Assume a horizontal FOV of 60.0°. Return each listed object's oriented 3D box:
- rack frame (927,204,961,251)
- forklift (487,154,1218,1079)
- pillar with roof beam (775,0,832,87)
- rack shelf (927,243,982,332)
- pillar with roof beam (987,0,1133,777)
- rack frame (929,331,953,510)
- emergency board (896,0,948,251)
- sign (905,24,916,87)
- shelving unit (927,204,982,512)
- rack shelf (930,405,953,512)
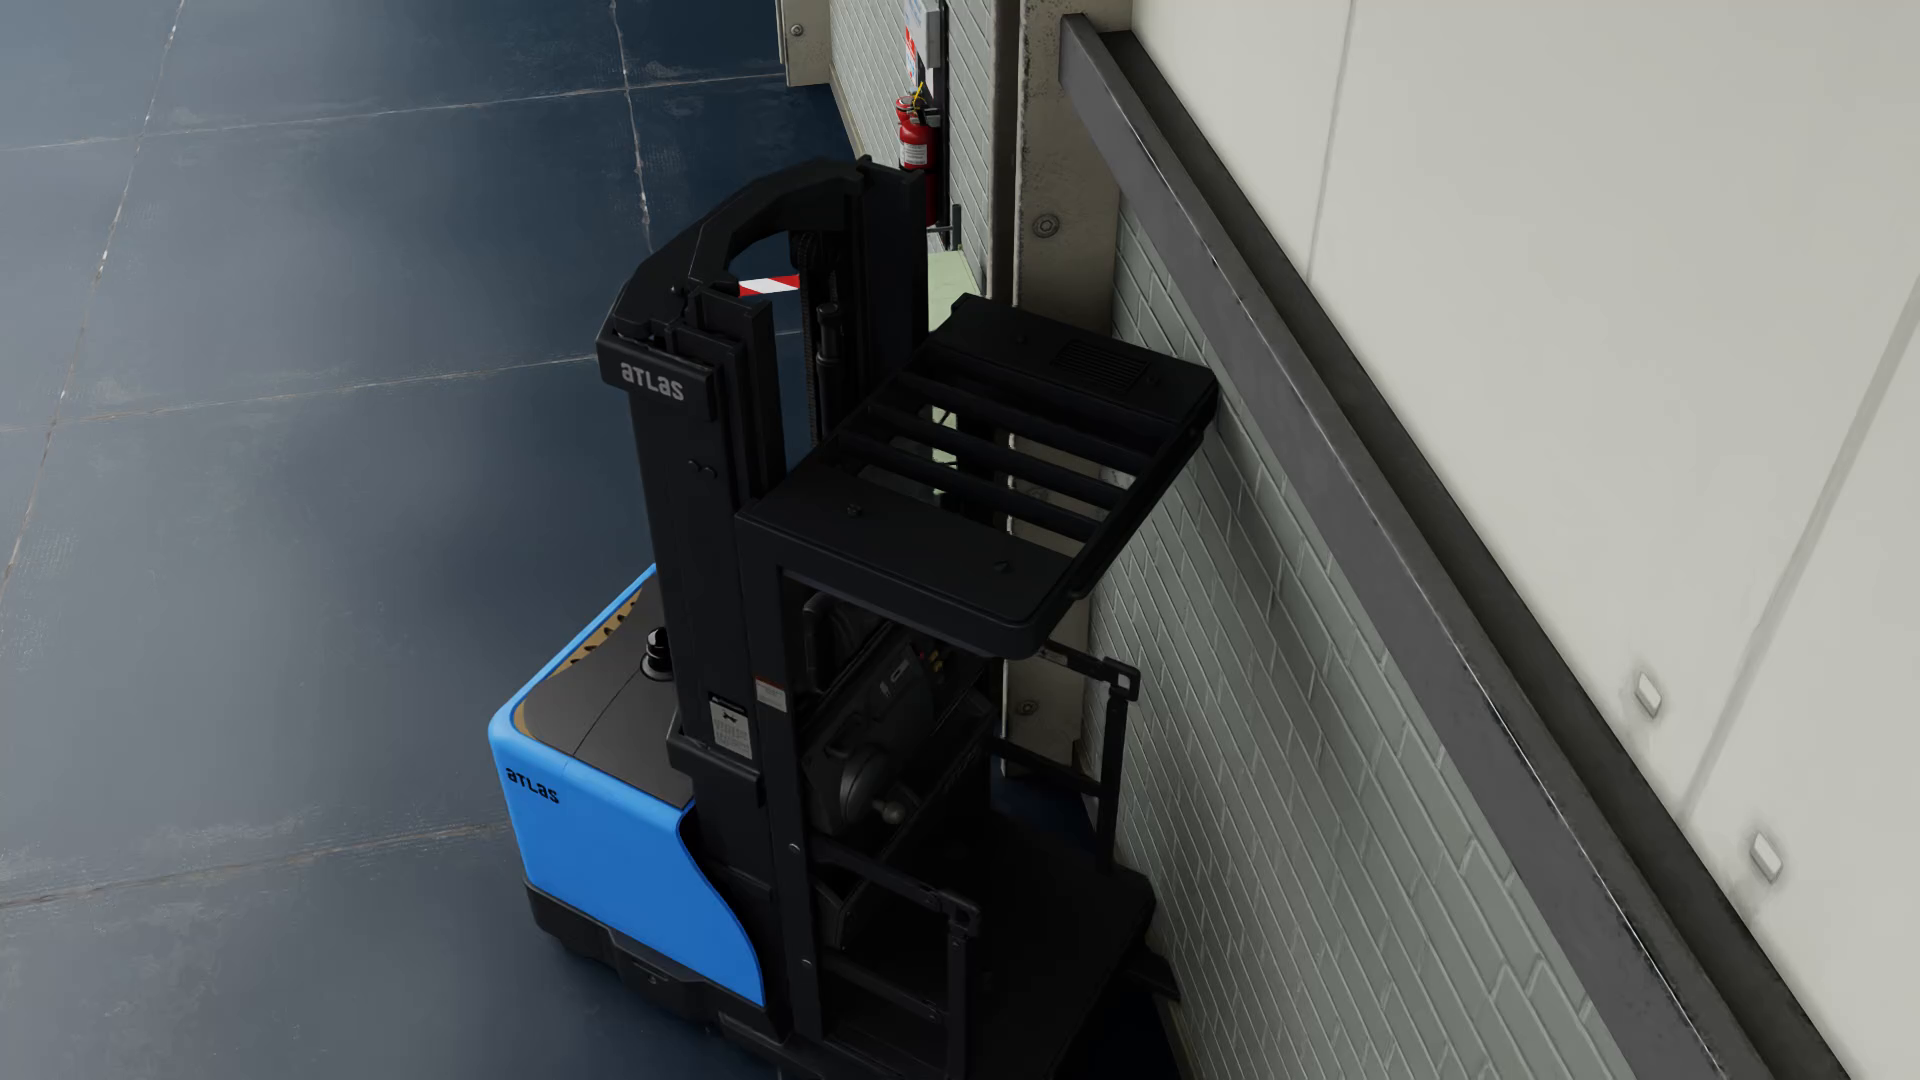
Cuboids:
[{"bbox_3d":[-0.192,-0.784,7.285,0.400,1.500,0.023,-9,42,-10],"label":"rack frame"},{"bbox_3d":[0.014,0.499,4.761,3.031,2.935,1.130,21,46,22],"label":"forklift"},{"bbox_3d":[-5.219,-5.862,7.357,9.100,9.000,0.400,-8,42,-9],"label":"pillar with roof beam"},{"bbox_3d":[-0.110,-0.839,6.759,0.431,0.370,0.720,-9,42,-10],"label":"rack shelf"},{"bbox_3d":[-3.924,-1.972,2.975,9.100,9.000,0.400,-8,42,-9],"label":"pillar with roof beam"},{"bbox_3d":[-0.028,-0.310,6.752,0.400,1.500,0.023,-9,42,-10],"label":"rack frame"},{"bbox_3d":[-0.216,-1.953,7.472,0.194,1.169,0.643,-8,42,-9],"label":"emergency board"},{"bbox_3d":[-0.235,-2.340,7.881,0.001,0.329,0.234,-8,42,-9],"label":"sign"},{"bbox_3d":[-0.110,-0.547,7.018,0.431,1.500,0.755,-9,42,-10],"label":"shelving unit"},{"bbox_3d":[-0.110,-0.304,7.235,0.431,0.370,0.720,-9,42,-10],"label":"rack shelf"}]
